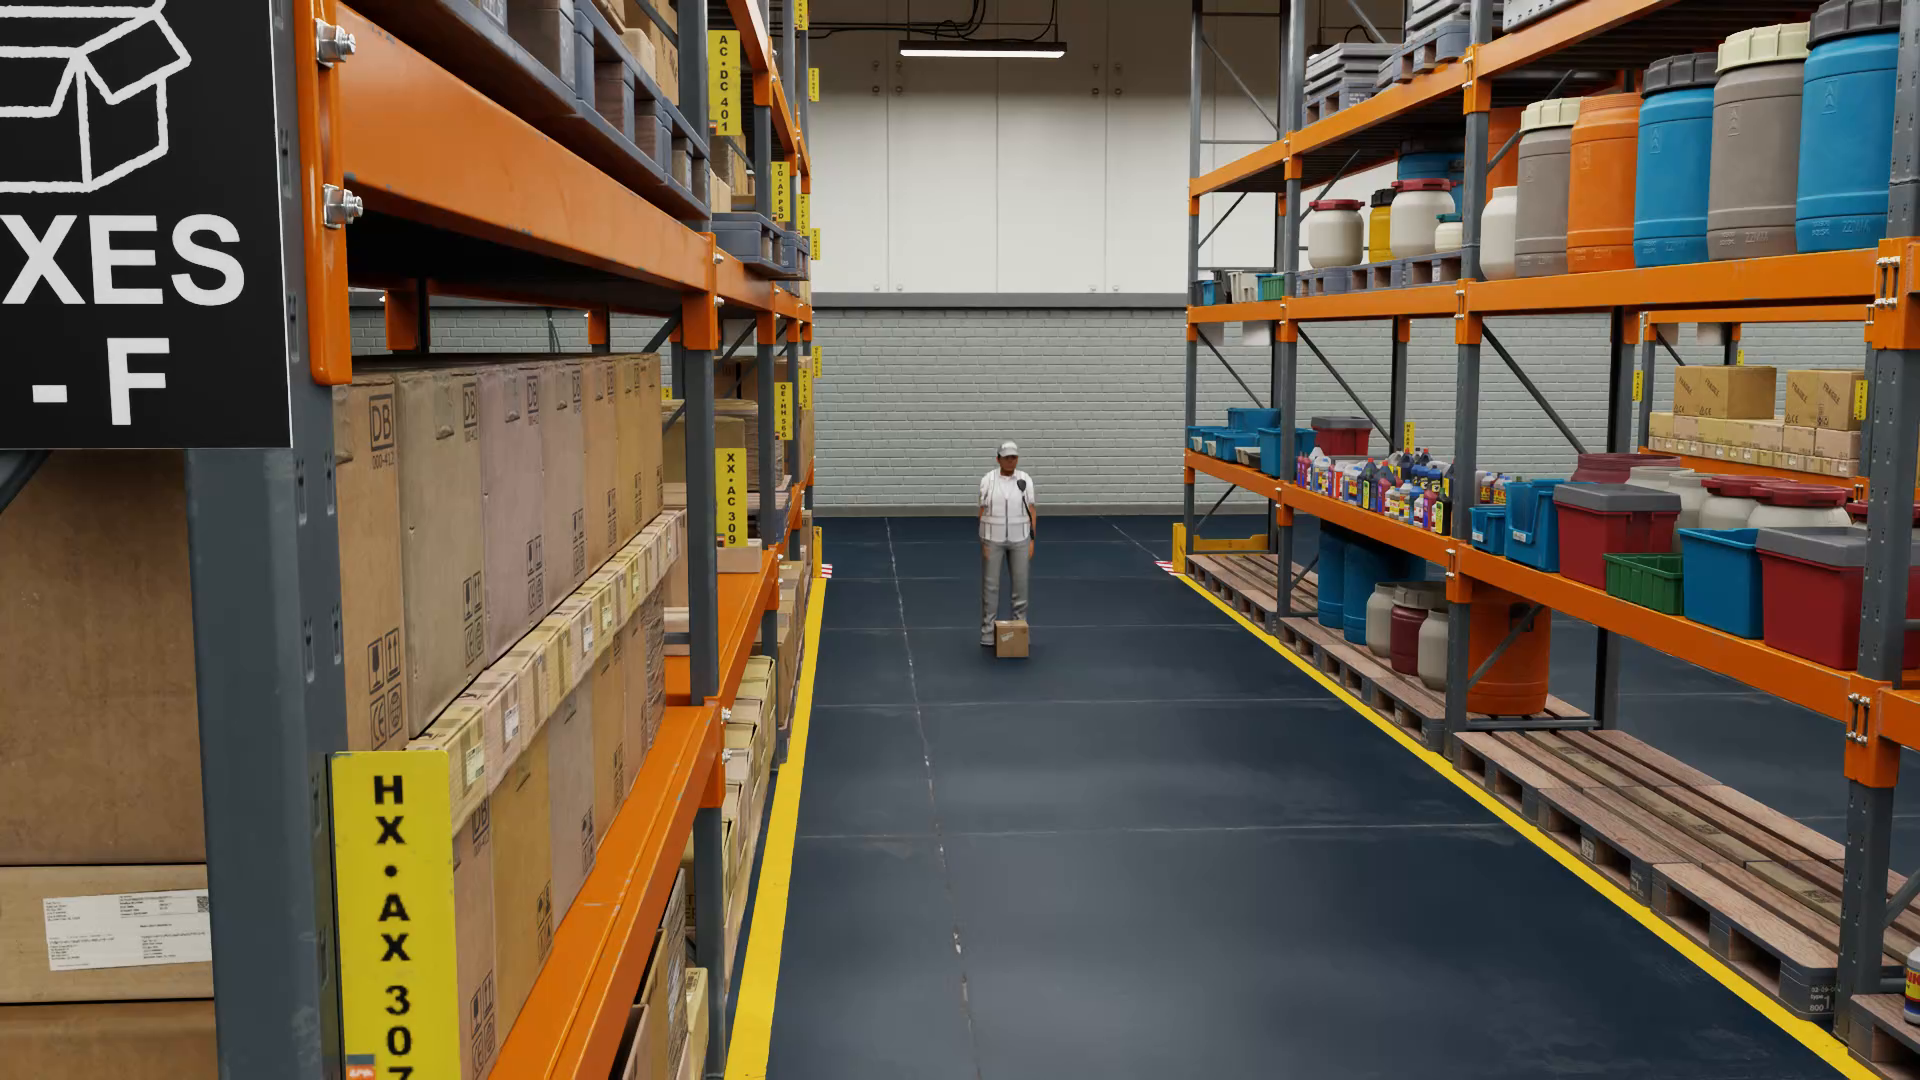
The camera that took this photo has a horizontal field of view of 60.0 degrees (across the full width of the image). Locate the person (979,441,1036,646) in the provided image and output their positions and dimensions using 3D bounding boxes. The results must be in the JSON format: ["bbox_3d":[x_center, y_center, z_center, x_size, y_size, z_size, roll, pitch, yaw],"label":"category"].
[{"bbox_3d":[0.389,0.026,13.540,0.467,1.664,0.388,0,7,-2],"label":"person"}]
